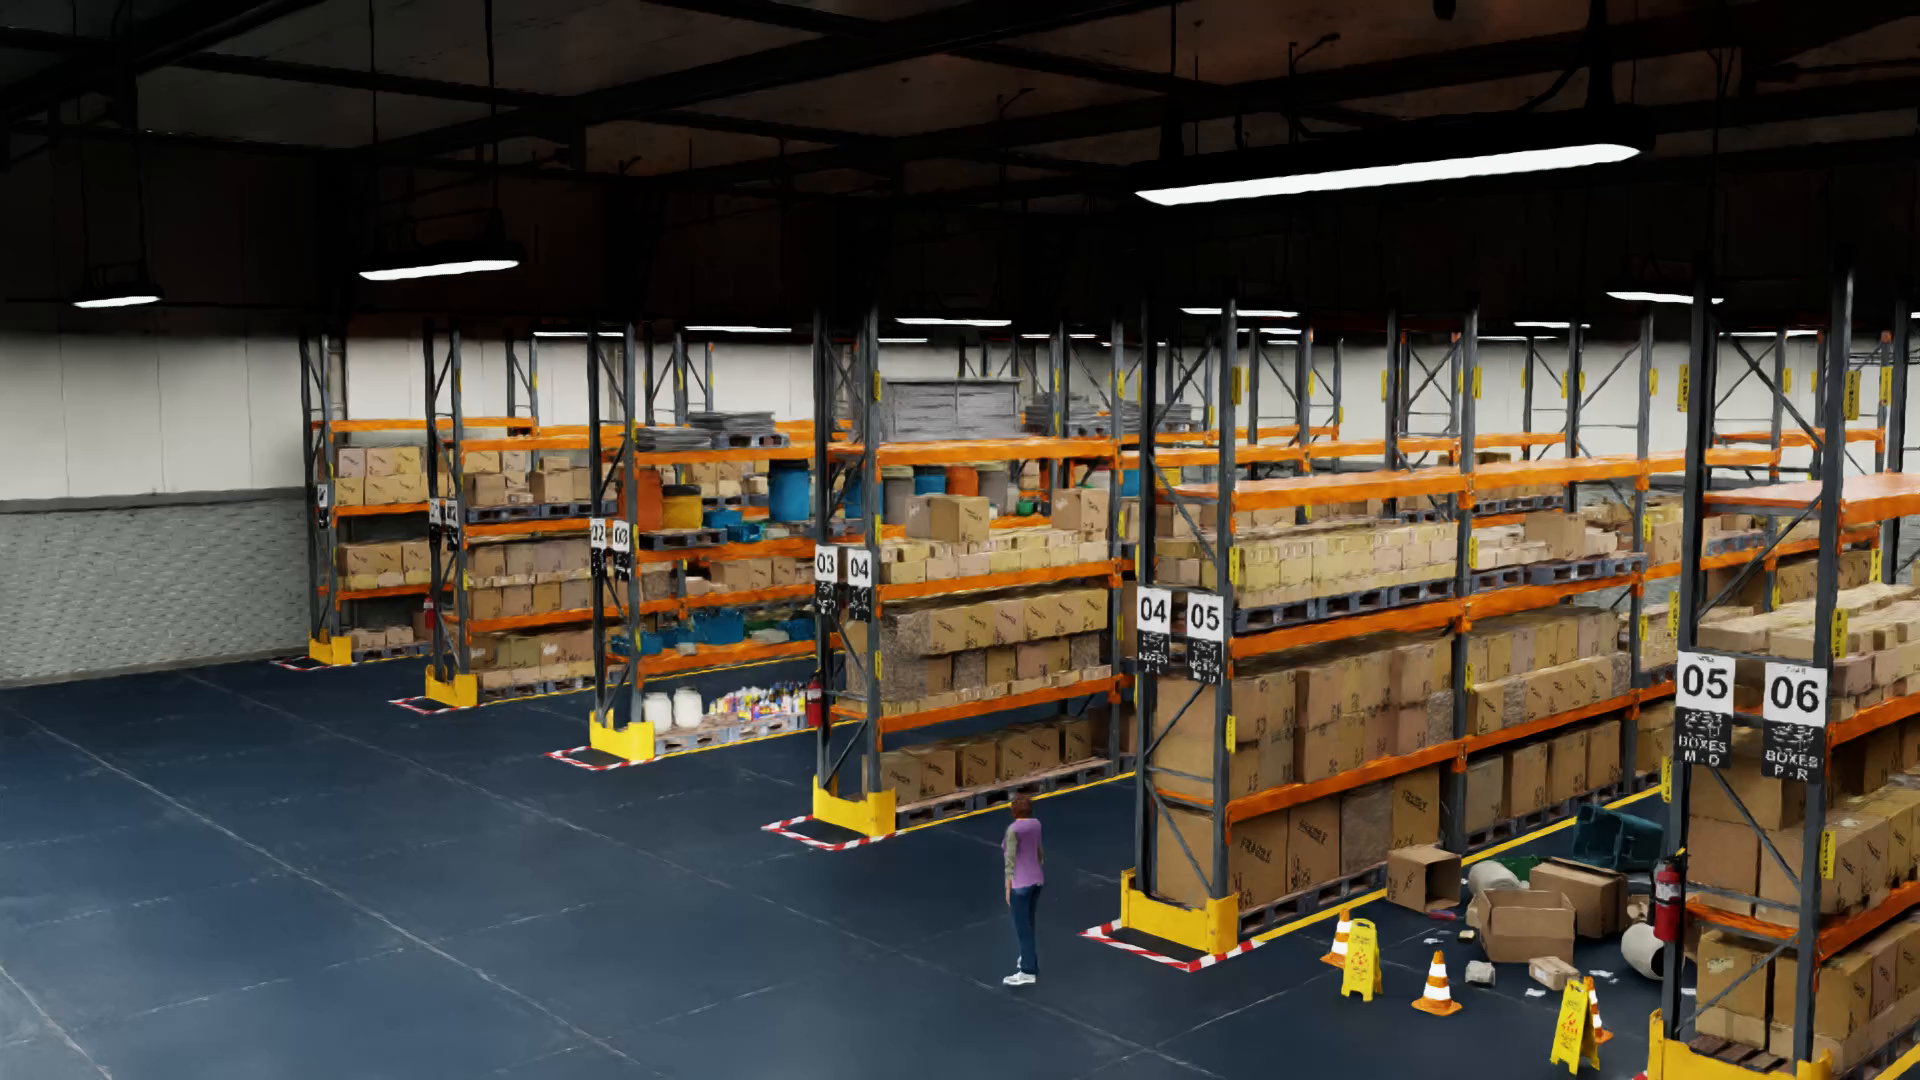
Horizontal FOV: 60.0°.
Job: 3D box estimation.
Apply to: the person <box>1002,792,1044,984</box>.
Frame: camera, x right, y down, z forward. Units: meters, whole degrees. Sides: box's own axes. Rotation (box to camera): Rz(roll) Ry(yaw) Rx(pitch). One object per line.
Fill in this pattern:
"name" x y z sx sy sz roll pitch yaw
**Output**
"person" 0.528 2.940 14.149 0.446 1.596 0.514 5 8 43
